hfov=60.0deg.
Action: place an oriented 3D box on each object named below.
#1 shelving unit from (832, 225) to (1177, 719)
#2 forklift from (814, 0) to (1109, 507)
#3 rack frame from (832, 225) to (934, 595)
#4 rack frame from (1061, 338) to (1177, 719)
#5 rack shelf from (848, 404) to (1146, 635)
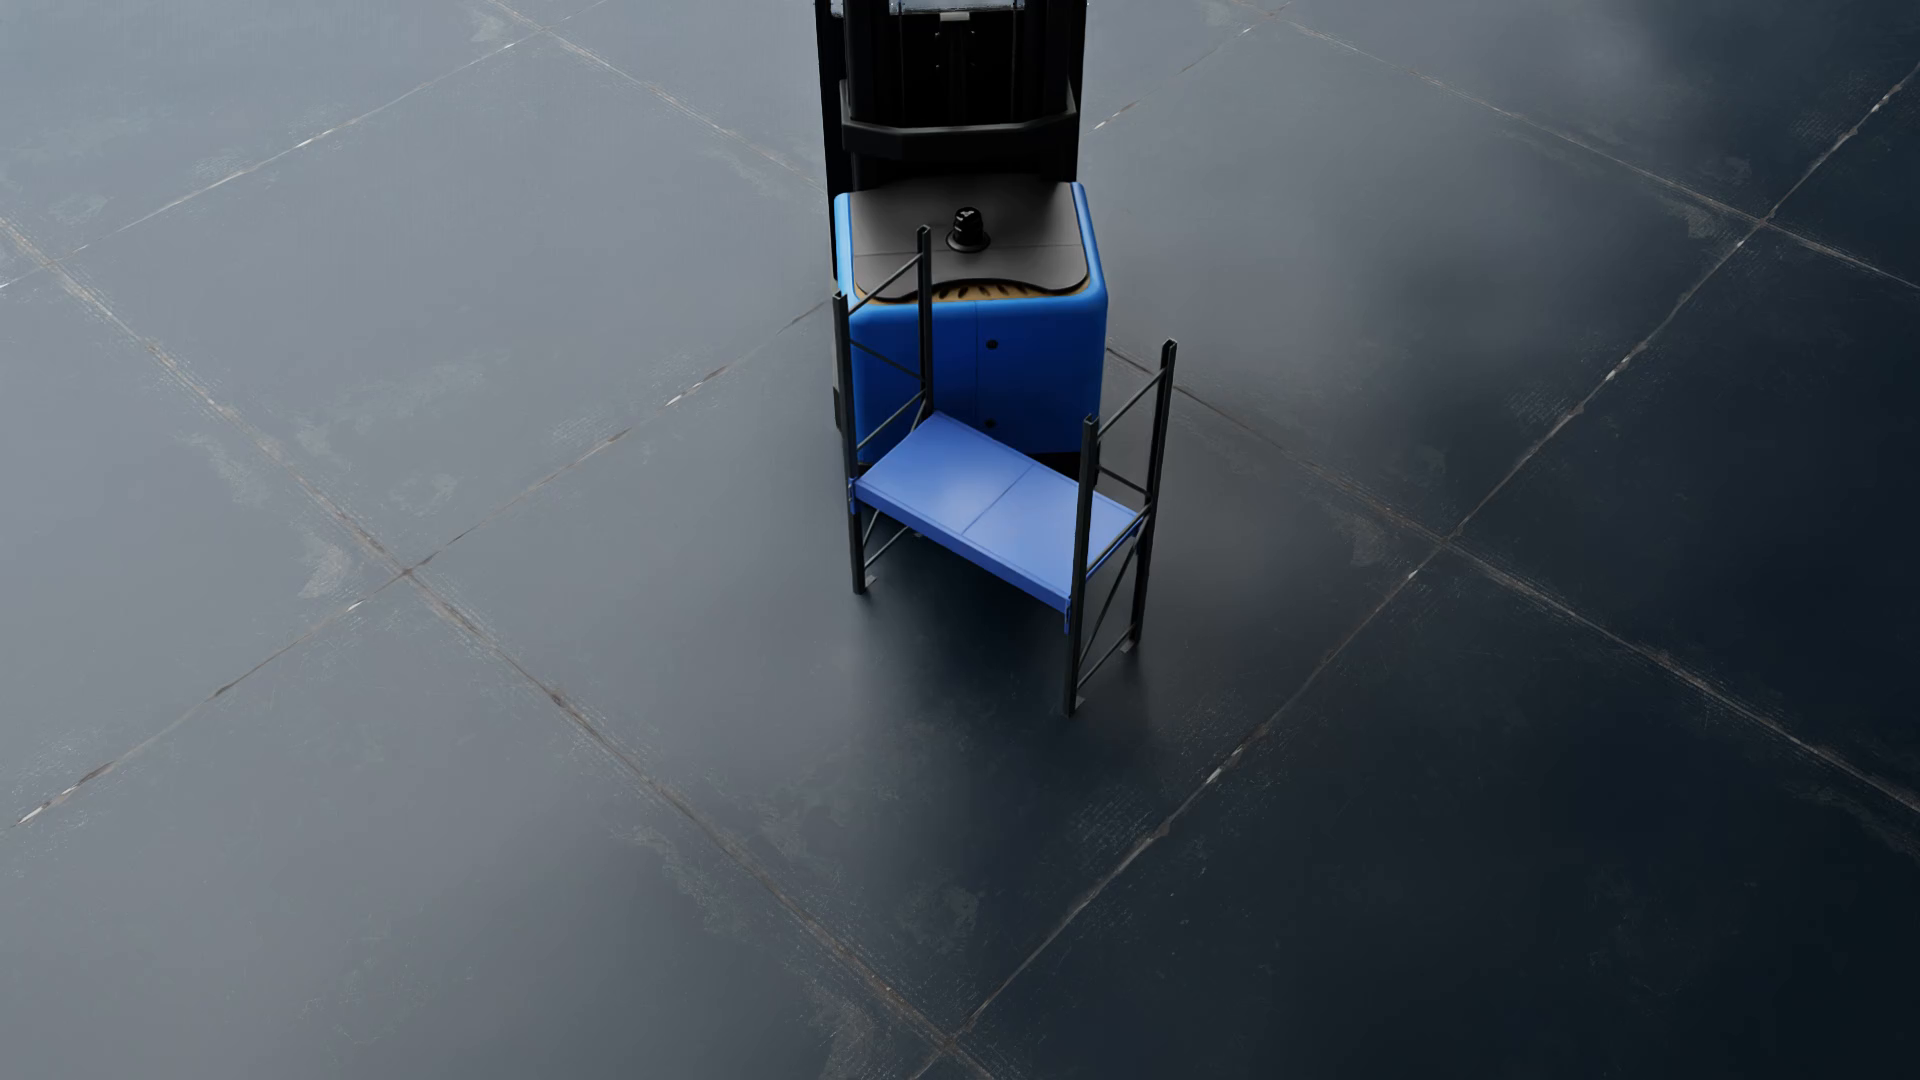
[{"bbox_3d":[0.140,-0.218,6.035,1.048,1.500,0.538,29,53,24],"label":"shelving unit"},{"bbox_3d":[-0.058,-2.216,6.929,1.130,2.935,3.031,-3,47,-3],"label":"forklift"},{"bbox_3d":[-0.265,-0.442,6.245,0.032,1.500,0.500,29,53,24],"label":"rack frame"},{"bbox_3d":[0.545,0.006,5.824,0.032,1.500,0.500,29,53,24],"label":"rack frame"},{"bbox_3d":[0.140,-0.095,6.166,1.000,0.185,0.538,29,53,24],"label":"rack shelf"}]
